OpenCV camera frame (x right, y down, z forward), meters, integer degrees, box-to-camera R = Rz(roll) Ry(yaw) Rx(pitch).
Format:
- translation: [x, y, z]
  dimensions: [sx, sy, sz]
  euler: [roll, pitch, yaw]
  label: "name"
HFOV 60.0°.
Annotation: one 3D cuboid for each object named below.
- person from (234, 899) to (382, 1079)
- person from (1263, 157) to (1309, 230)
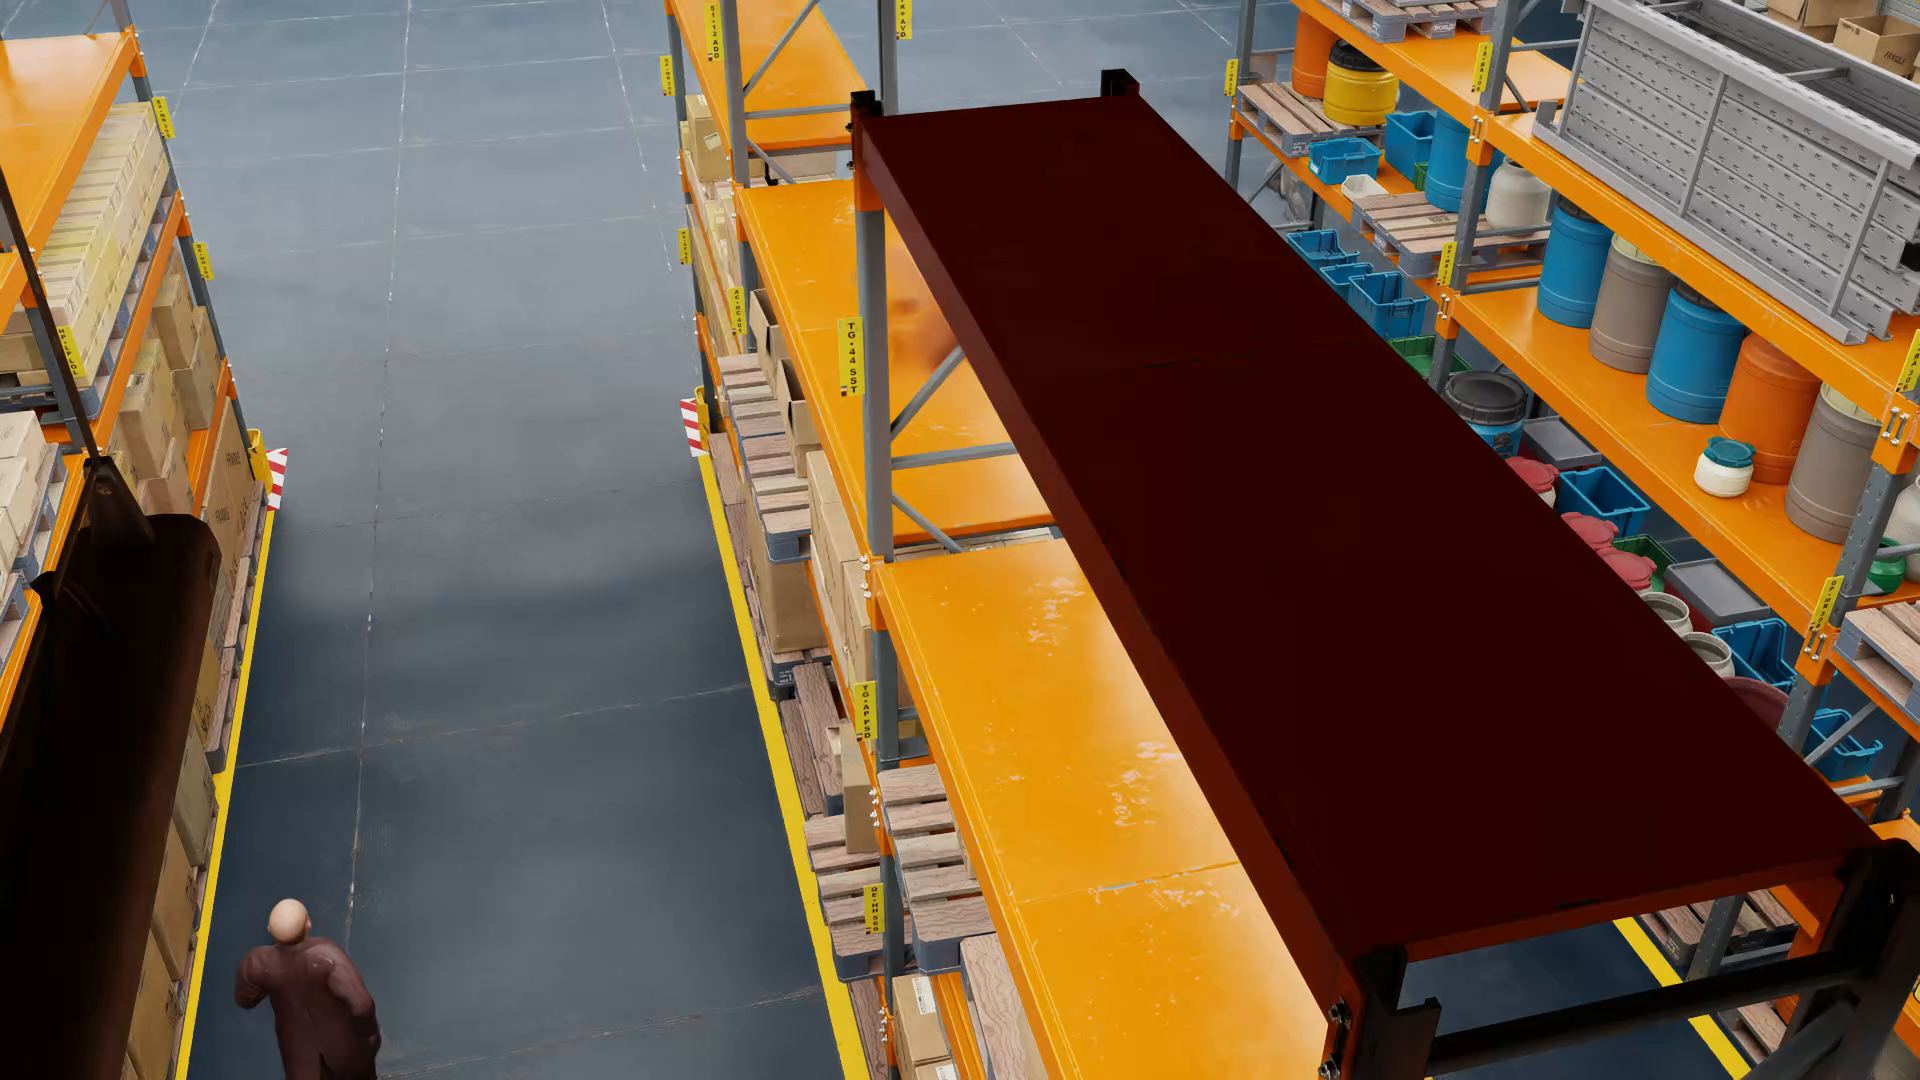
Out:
- translation: [-3.203, 2.517, 8.385]
  dimensions: [0.689, 1.894, 0.795]
  euler: [-8, 35, -11]
  label: "person"
- translation: [3.755, -4.376, 18.926]
  dimensions: [0.634, 1.724, 0.683]
  euler: [5, 35, 7]
  label: "person"
